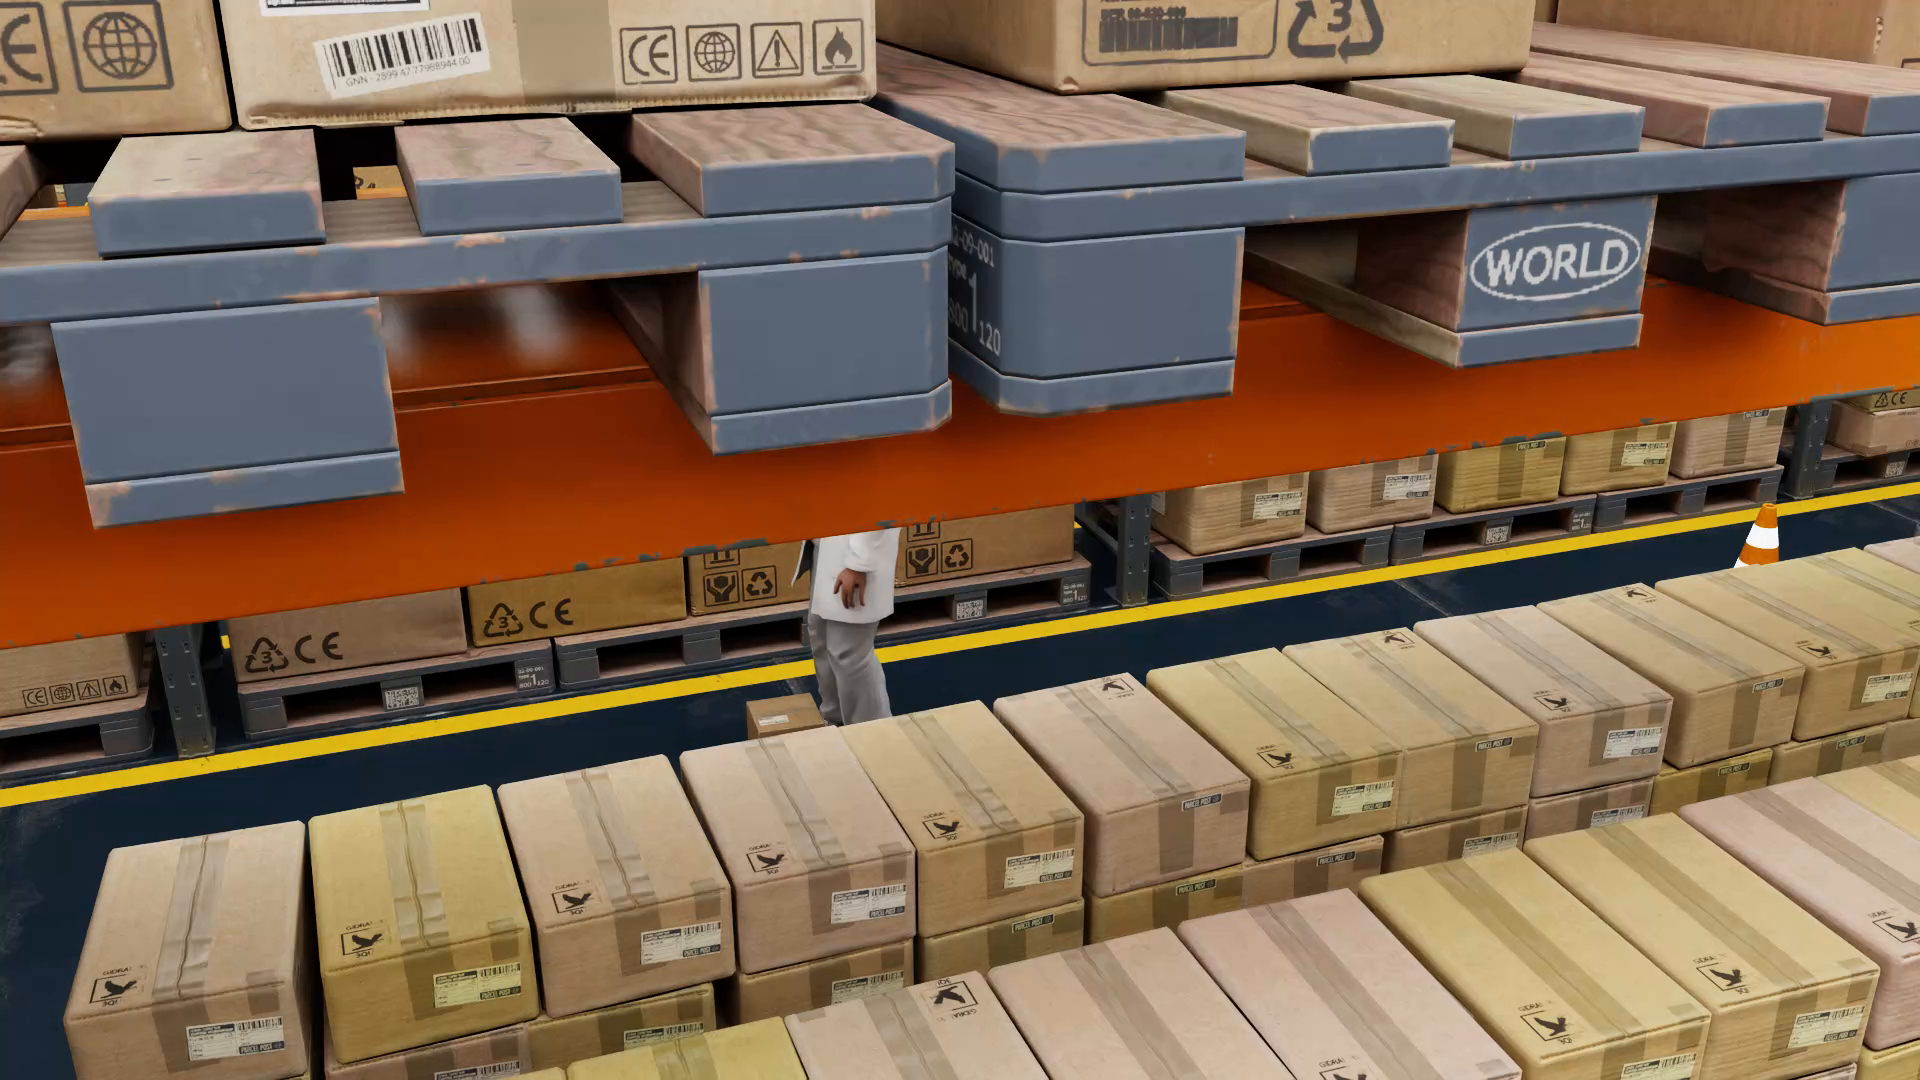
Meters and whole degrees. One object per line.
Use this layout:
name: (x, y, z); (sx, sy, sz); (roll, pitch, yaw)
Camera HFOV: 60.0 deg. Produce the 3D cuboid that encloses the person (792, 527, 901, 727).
person: (-0.426, 0.016, 6.071); (0.425, 1.774, 0.645); (-8, 24, -19)
